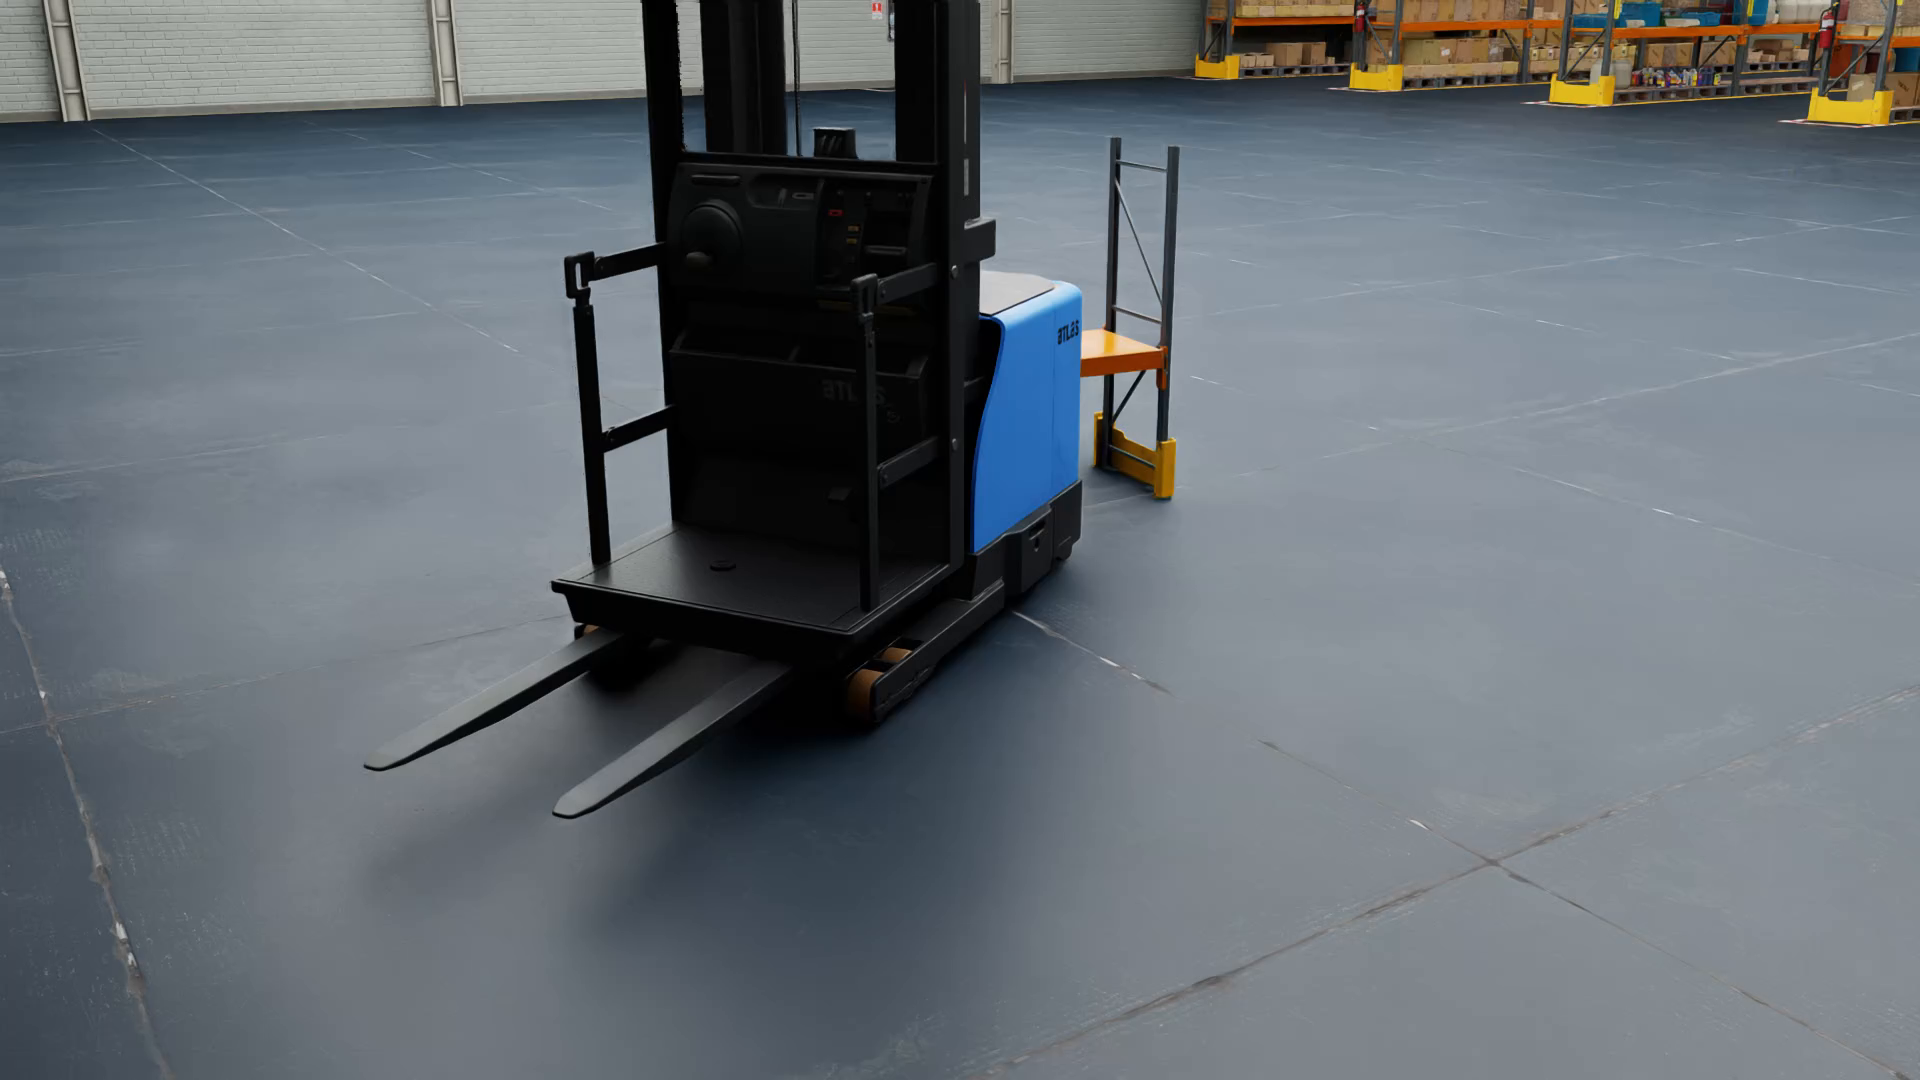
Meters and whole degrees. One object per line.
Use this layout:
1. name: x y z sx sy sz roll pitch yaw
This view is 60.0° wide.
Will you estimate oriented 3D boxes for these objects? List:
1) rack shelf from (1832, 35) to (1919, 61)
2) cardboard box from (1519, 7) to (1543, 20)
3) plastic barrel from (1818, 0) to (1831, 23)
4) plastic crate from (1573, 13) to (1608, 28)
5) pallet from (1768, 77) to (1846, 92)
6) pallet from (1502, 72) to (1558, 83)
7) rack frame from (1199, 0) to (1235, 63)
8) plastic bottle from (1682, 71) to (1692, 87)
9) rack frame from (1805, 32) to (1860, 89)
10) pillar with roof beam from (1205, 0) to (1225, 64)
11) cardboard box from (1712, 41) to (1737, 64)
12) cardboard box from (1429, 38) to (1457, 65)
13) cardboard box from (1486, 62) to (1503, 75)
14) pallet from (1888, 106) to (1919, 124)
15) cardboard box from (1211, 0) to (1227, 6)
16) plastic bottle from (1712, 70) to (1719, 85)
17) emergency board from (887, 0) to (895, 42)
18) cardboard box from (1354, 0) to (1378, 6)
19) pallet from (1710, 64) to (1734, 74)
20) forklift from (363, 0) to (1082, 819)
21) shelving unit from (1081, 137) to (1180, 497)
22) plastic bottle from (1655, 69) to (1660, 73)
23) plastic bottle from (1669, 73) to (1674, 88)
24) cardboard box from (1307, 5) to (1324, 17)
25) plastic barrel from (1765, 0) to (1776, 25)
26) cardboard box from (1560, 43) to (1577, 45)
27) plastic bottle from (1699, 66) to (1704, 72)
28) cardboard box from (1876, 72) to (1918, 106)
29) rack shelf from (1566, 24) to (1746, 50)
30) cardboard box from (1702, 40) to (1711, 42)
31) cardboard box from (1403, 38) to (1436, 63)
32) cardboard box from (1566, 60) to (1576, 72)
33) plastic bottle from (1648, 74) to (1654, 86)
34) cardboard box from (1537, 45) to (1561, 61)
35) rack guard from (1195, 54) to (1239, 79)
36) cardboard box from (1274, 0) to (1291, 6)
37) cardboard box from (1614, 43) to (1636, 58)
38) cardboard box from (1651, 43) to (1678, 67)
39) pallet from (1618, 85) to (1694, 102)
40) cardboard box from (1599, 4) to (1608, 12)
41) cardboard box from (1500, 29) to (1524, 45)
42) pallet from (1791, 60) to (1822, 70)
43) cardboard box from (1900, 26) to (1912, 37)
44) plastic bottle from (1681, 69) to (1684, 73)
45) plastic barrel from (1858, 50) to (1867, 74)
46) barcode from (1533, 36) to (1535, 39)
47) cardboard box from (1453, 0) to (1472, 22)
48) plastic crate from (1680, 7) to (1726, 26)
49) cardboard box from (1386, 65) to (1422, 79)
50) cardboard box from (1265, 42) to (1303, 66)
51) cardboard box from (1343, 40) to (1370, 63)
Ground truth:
1. rack shelf: 15.651 -8.038 26.959 4.000 0.370 1.077 -12 22 -31
2. cardboard box: 12.264 -11.408 36.041 0.500 0.250 0.500 -10 21 -28
3. plastic barrel: 17.197 -10.575 33.166 0.421 0.512 0.421 0 19 0
4. plastic crate: 11.510 -9.449 30.242 0.616 0.251 0.499 -12 22 -31
5. pallet: 17.270 -9.313 33.962 1.213 0.211 1.003 -12 22 -31
6. pallet: 12.470 -10.200 36.587 1.213 0.211 1.003 -12 22 -31
7. rack frame: 5.808 -12.001 37.559 0.127 3.000 1.000 -12 22 -31
8. plastic bottle: 13.650 -8.665 31.257 0.135 0.276 0.152 -11 22 -30
9. rack frame: 17.938 -10.760 33.889 0.127 3.000 1.000 -12 22 -31
10. pillar with roof beam: 8.285 -14.046 34.241 0.400 9.000 9.100 -12 22 -31
11. cardboard box: 18.303 -11.651 39.740 0.500 0.500 0.500 -12 22 -32
12. cardboard box: 9.933 -10.143 34.531 0.500 0.500 0.500 -12 22 -31
13. cardboard box: 11.186 -10.052 35.431 0.500 0.250 0.500 -12 22 -31
14. pallet: 14.742 -6.852 26.683 1.213 0.211 1.003 -12 22 -31
15. cardboard box: 6.085 -12.434 37.873 0.500 0.500 0.500 -12 22 -32
16. plastic bottle: 14.377 -8.804 31.657 0.133 0.283 0.061 -11 21 -29
17. emergency board: -1.179 -10.874 34.224 0.643 1.169 0.194 -12 22 -31
18. cardboard box: 9.593 -13.042 39.795 0.500 0.500 0.700 -12 22 -31
19. pallet: 17.899 -11.316 39.887 1.213 0.211 1.003 -12 22 -31
20. forklift: -0.607 -0.985 5.083 1.130 2.935 3.031 9 20 24
21. shelving unit: 0.336 -0.915 7.108 1.083 1.500 0.587 -9 21 -25
22. plastic bottle: 13.377 -8.895 31.925 0.133 0.283 0.061 -11 21 -29
23. plastic bottle: 13.229 -8.563 30.964 0.097 0.271 0.097 0 19 0
24. cardboard box: 8.088 -12.301 38.650 0.500 0.250 0.500 -12 22 -32
25. plastic barrel: 15.517 -10.230 32.108 0.433 0.535 0.433 0 19 0
26. cardboard box: 13.757 -11.050 37.508 0.500 0.311 0.500 -13 22 -33
27. plastic bottle: 14.139 -8.857 31.709 0.185 0.351 0.144 -12 22 -31
28. cardboard box: 14.992 -7.261 26.785 0.500 0.500 0.500 -6 20 -17
29. rack shelf: 12.927 -9.362 30.878 4.000 0.370 1.077 -12 22 -31
30. cardboard box: 18.020 -11.794 40.164 0.500 0.500 0.500 -13 23 -34
31. cardboard box: 9.647 -10.282 34.942 0.500 0.500 0.500 -12 22 -31
32. cardboard box: 13.208 -10.464 36.650 0.500 0.250 0.500 -13 22 -33
33. plastic bottle: 13.130 -8.742 31.600 0.097 0.201 0.097 0 19 0
34. cardboard box: 12.779 -10.636 36.284 0.500 0.311 0.500 -12 22 -32
35. rack guard: 5.872 -10.830 37.999 0.348 0.500 1.175 -12 22 -31
36. cardboard box: 7.225 -12.472 37.984 0.500 0.500 0.500 -13 22 -33
37. cardboard box: 14.915 -11.089 37.625 0.500 0.311 0.500 -11 22 -30
38. cardboard box: 16.189 -11.207 38.428 0.500 0.500 0.500 -13 23 -33
39. pallet: 12.994 -8.411 31.295 1.213 0.211 1.003 -12 22 -31
40. cardboard box: 14.364 -11.938 37.511 0.500 0.311 0.500 -12 22 -32
41. cardboard box: 13.911 -12.837 42.735 0.750 0.750 0.750 -12 22 -32
42. pallet: 21.170 -12.019 41.969 1.213 0.211 1.003 -12 22 -31
43. cardboard box: 14.569 -7.932 25.917 0.250 0.149 0.380 -12 22 -31
44. plastic bottle: 13.894 -8.946 32.076 0.133 0.283 0.061 -12 22 -31
45. plastic barrel: 18.760 -9.994 34.853 0.421 0.512 0.421 0 19 0
46. barcode: 12.318 -10.794 35.705 0.075 0.075 0.001 -12 22 -31
47. cardboard box: 10.224 -11.076 34.667 0.500 0.500 0.700 -11 22 -30
48. plastic crate: 14.090 -9.968 31.642 0.504 0.338 0.767 -12 22 -31
49. cardboard box: 9.106 -9.608 34.118 0.500 0.250 0.500 -12 22 -31
50. cardboard box: 7.552 -11.339 38.818 0.500 0.500 0.700 -14 23 -35
51. cardboard box: 9.754 -11.864 40.369 0.500 0.500 0.700 -11 22 -30
